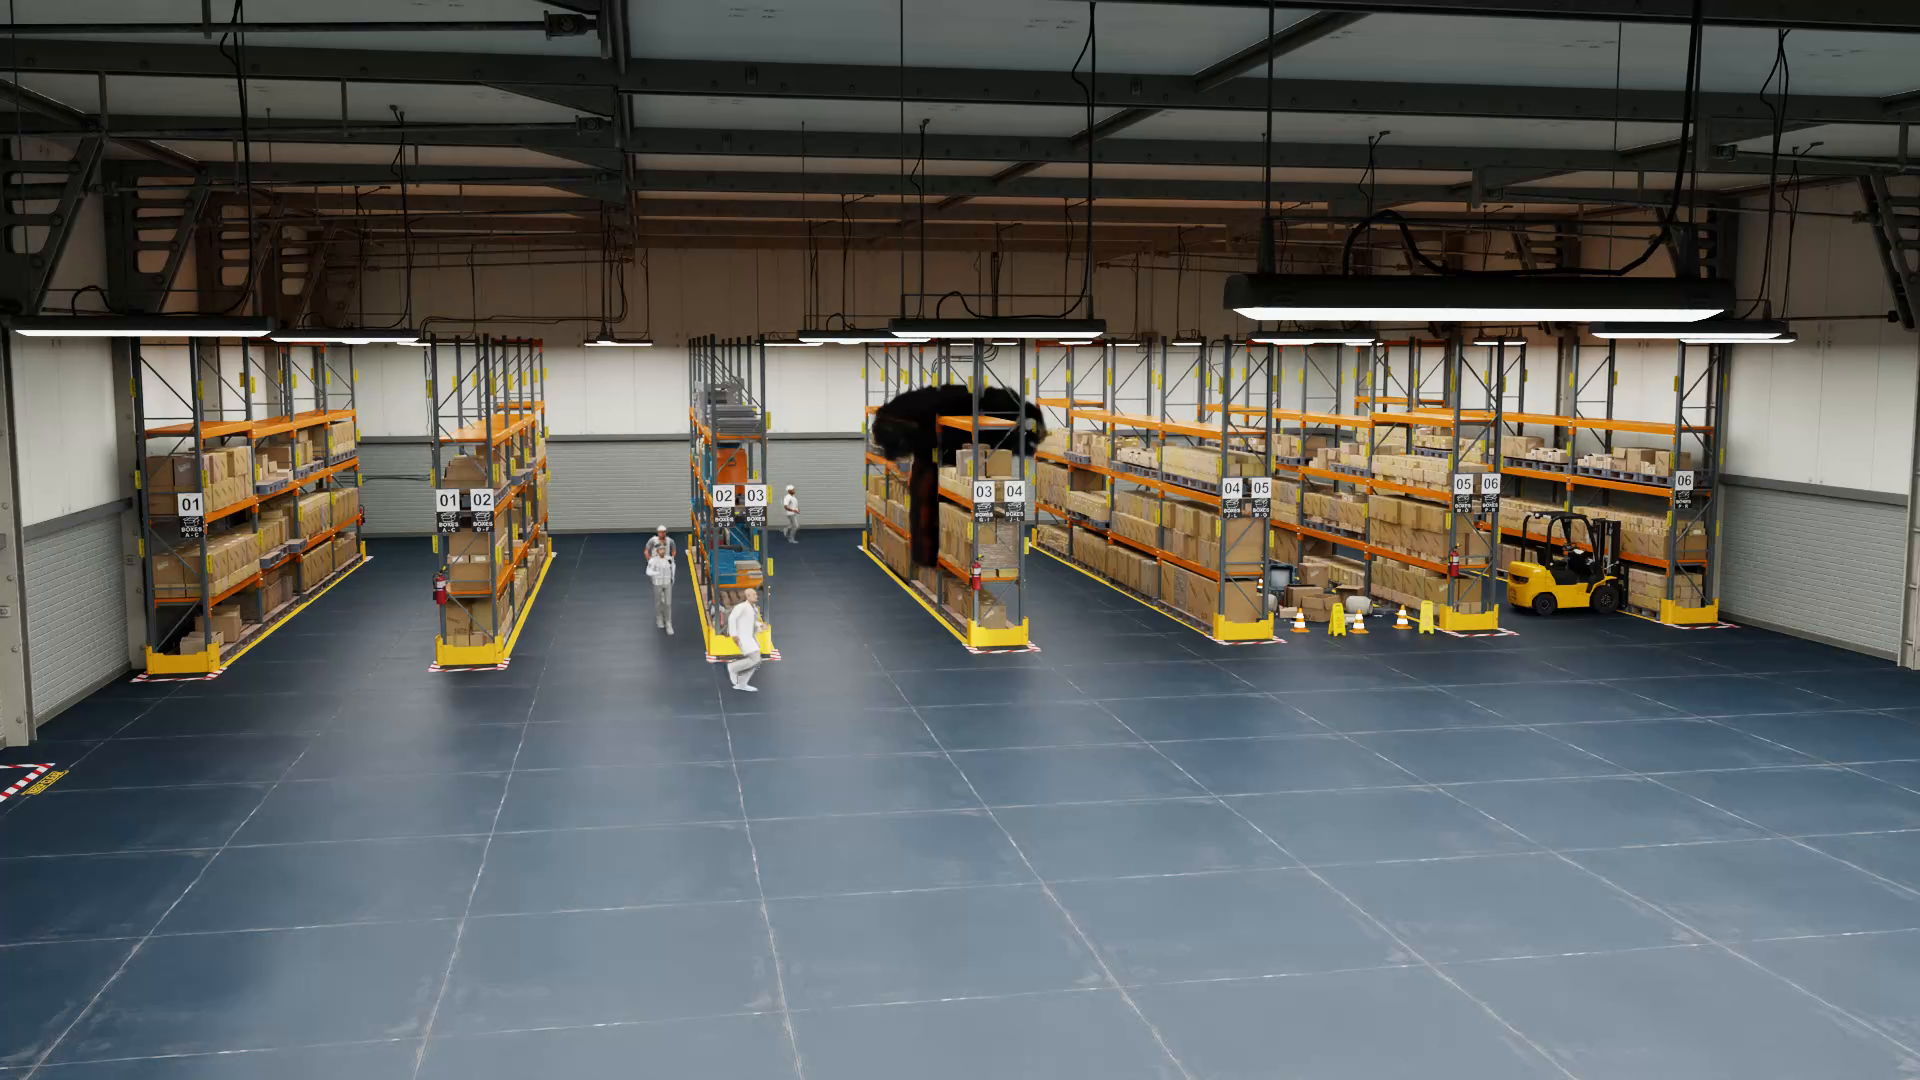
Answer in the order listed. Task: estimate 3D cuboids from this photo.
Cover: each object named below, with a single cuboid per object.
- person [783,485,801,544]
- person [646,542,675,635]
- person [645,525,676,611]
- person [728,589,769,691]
[{"bbox_3d":[-5.005,-0.762,49.215,0.587,1.723,0.703,1,7,11],"label":"person"},{"bbox_3d":[-5.765,0.909,32.152,0.598,1.765,0.740,-2,7,-17],"label":"person"},{"bbox_3d":[-6.325,0.561,35.155,0.663,1.788,0.955,-1,7,-12],"label":"person"},{"bbox_3d":[-3.552,1.677,27.917,0.672,1.731,0.702,2,7,15],"label":"person"}]
